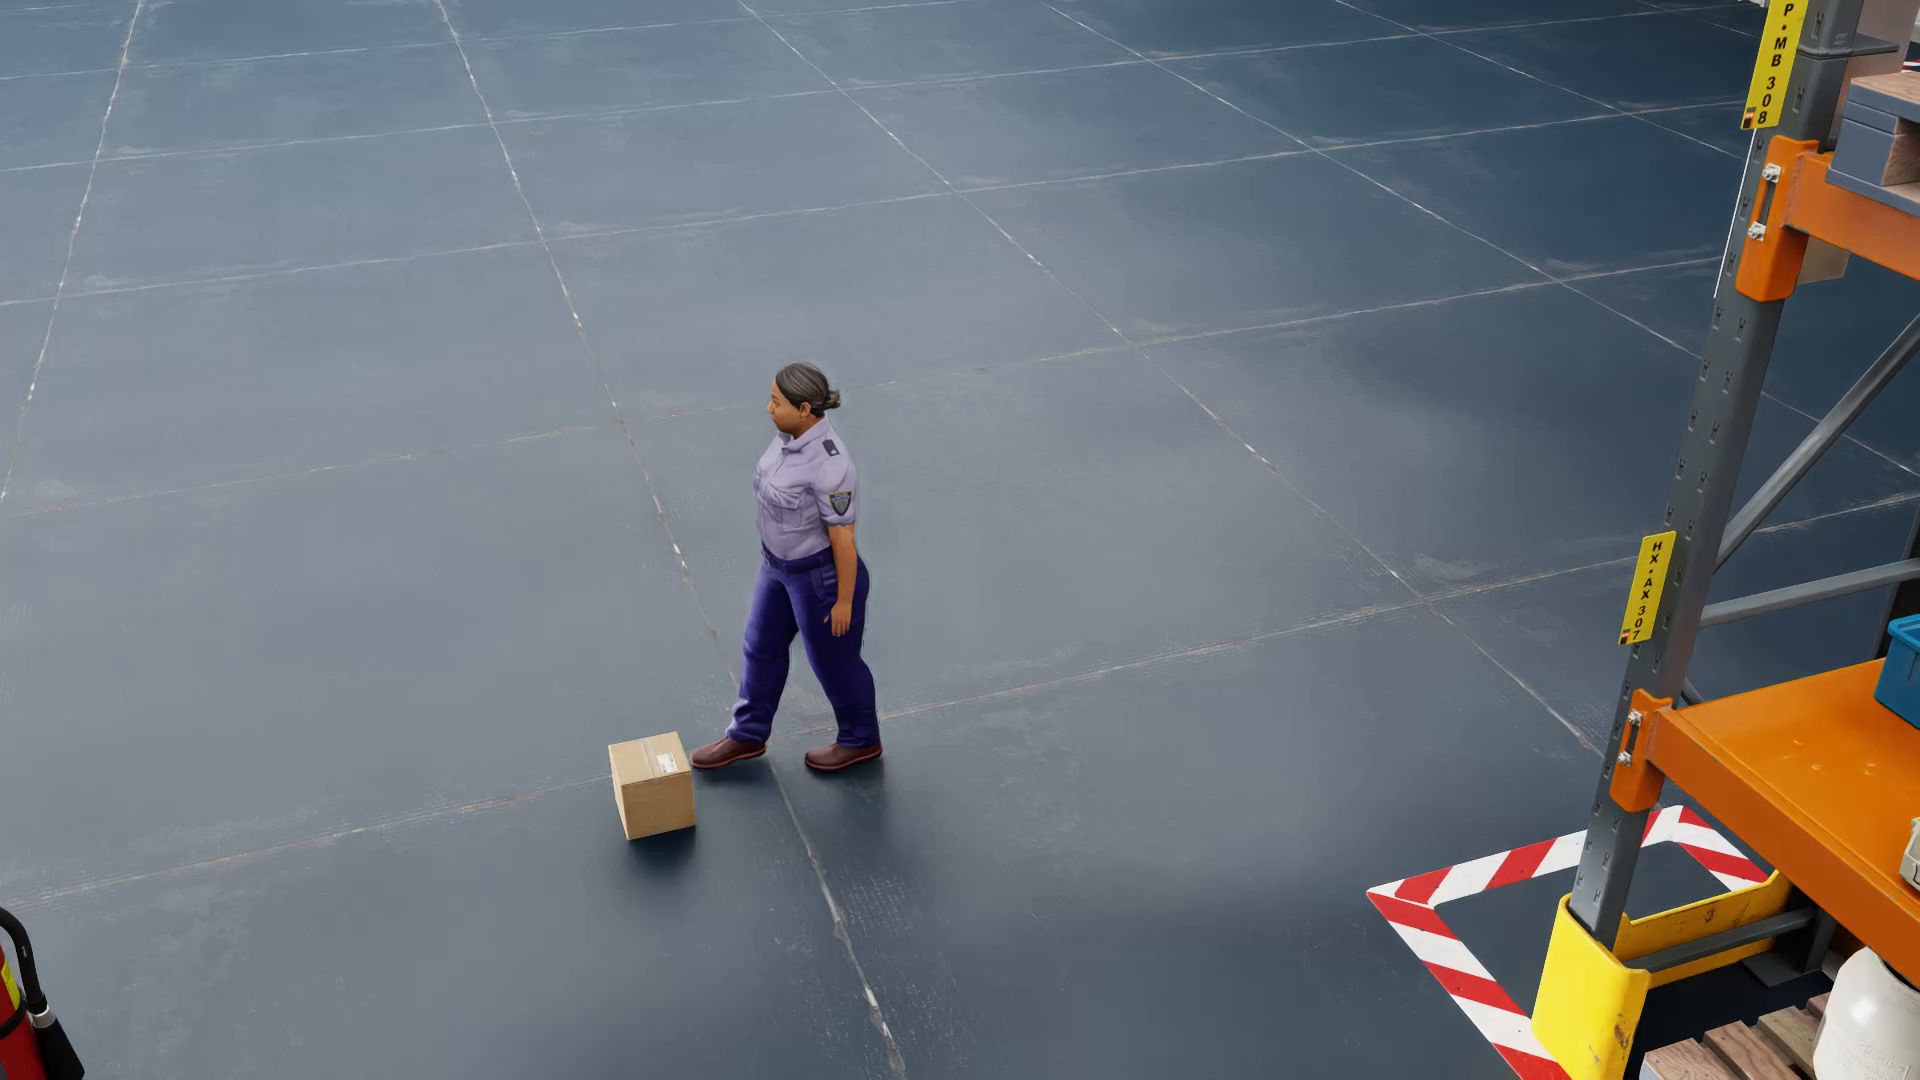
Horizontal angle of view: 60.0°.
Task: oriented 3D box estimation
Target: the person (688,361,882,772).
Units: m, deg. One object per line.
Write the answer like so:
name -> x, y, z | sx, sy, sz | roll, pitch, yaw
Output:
person -> -0.645, 0.148, 5.870 | 0.700, 1.639, 0.499 | -14, 33, -23
